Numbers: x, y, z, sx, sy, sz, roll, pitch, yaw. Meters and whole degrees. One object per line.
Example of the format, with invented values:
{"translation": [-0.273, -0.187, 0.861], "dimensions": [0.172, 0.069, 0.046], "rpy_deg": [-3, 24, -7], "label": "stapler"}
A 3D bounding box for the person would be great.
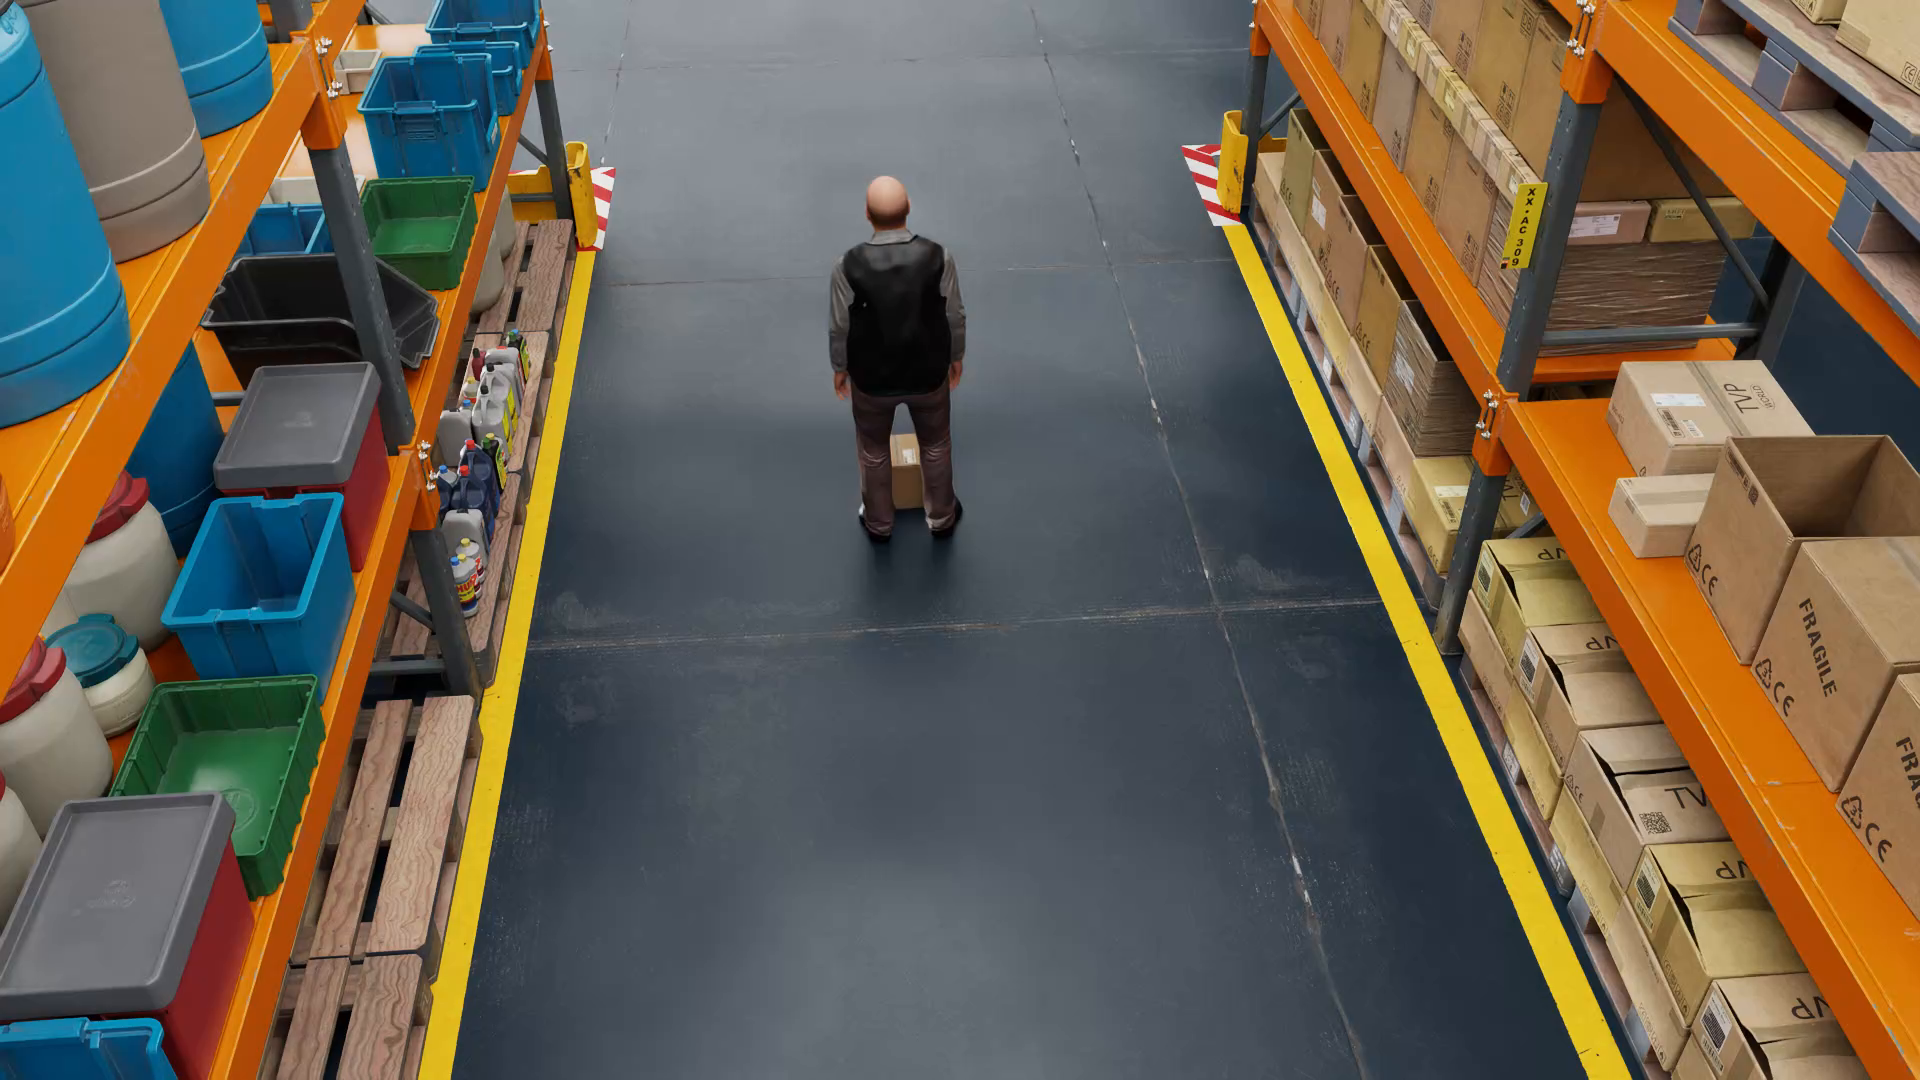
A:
{"translation": [-0.261, -0.712, 7.058], "dimensions": [0.580, 1.719, 0.426], "rpy_deg": [-5, 39, -6], "label": "person"}
